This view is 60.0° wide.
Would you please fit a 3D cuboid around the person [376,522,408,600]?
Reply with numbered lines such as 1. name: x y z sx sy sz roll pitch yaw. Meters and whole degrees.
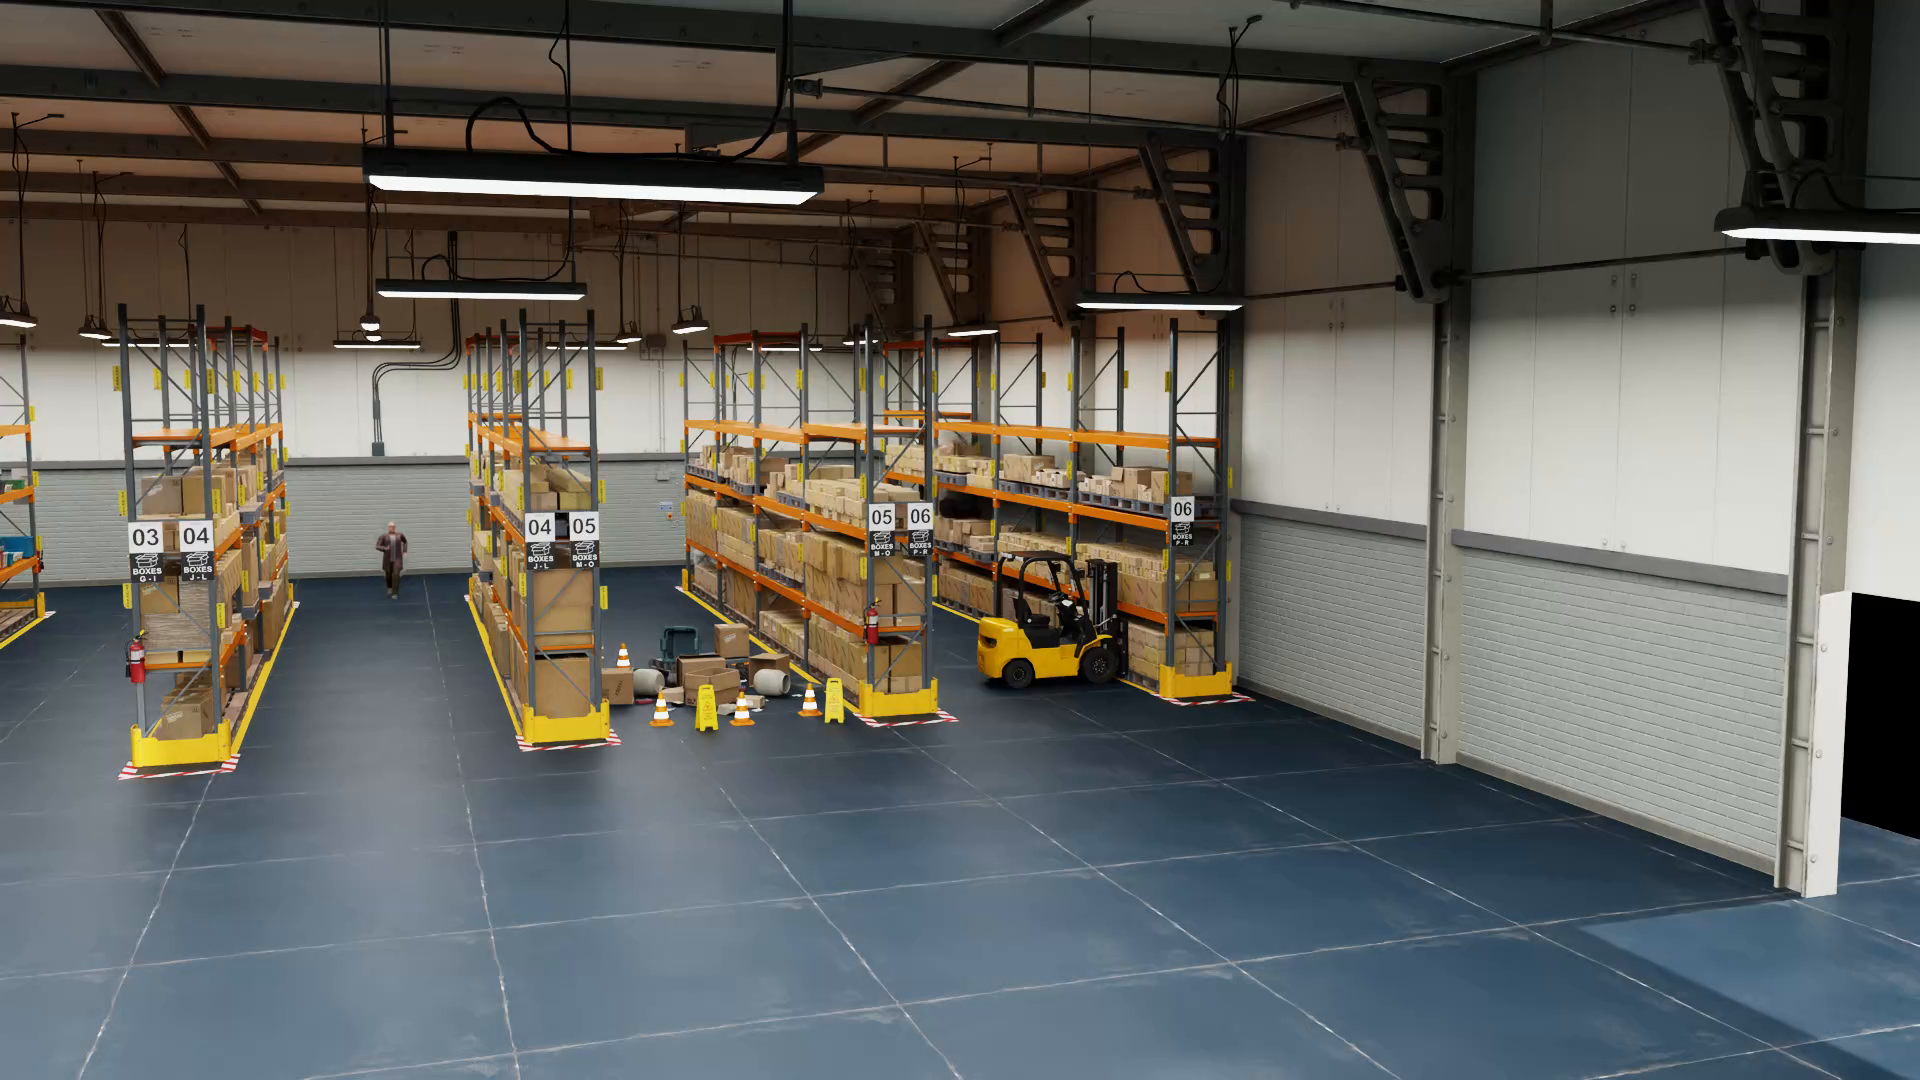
1. person: -13.079 0.462 38.313 0.706 1.759 1.022 -2 6 -21

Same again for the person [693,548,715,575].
1. person: -6.381 0.182 41.326 0.750 1.839 0.696 0 5 1
